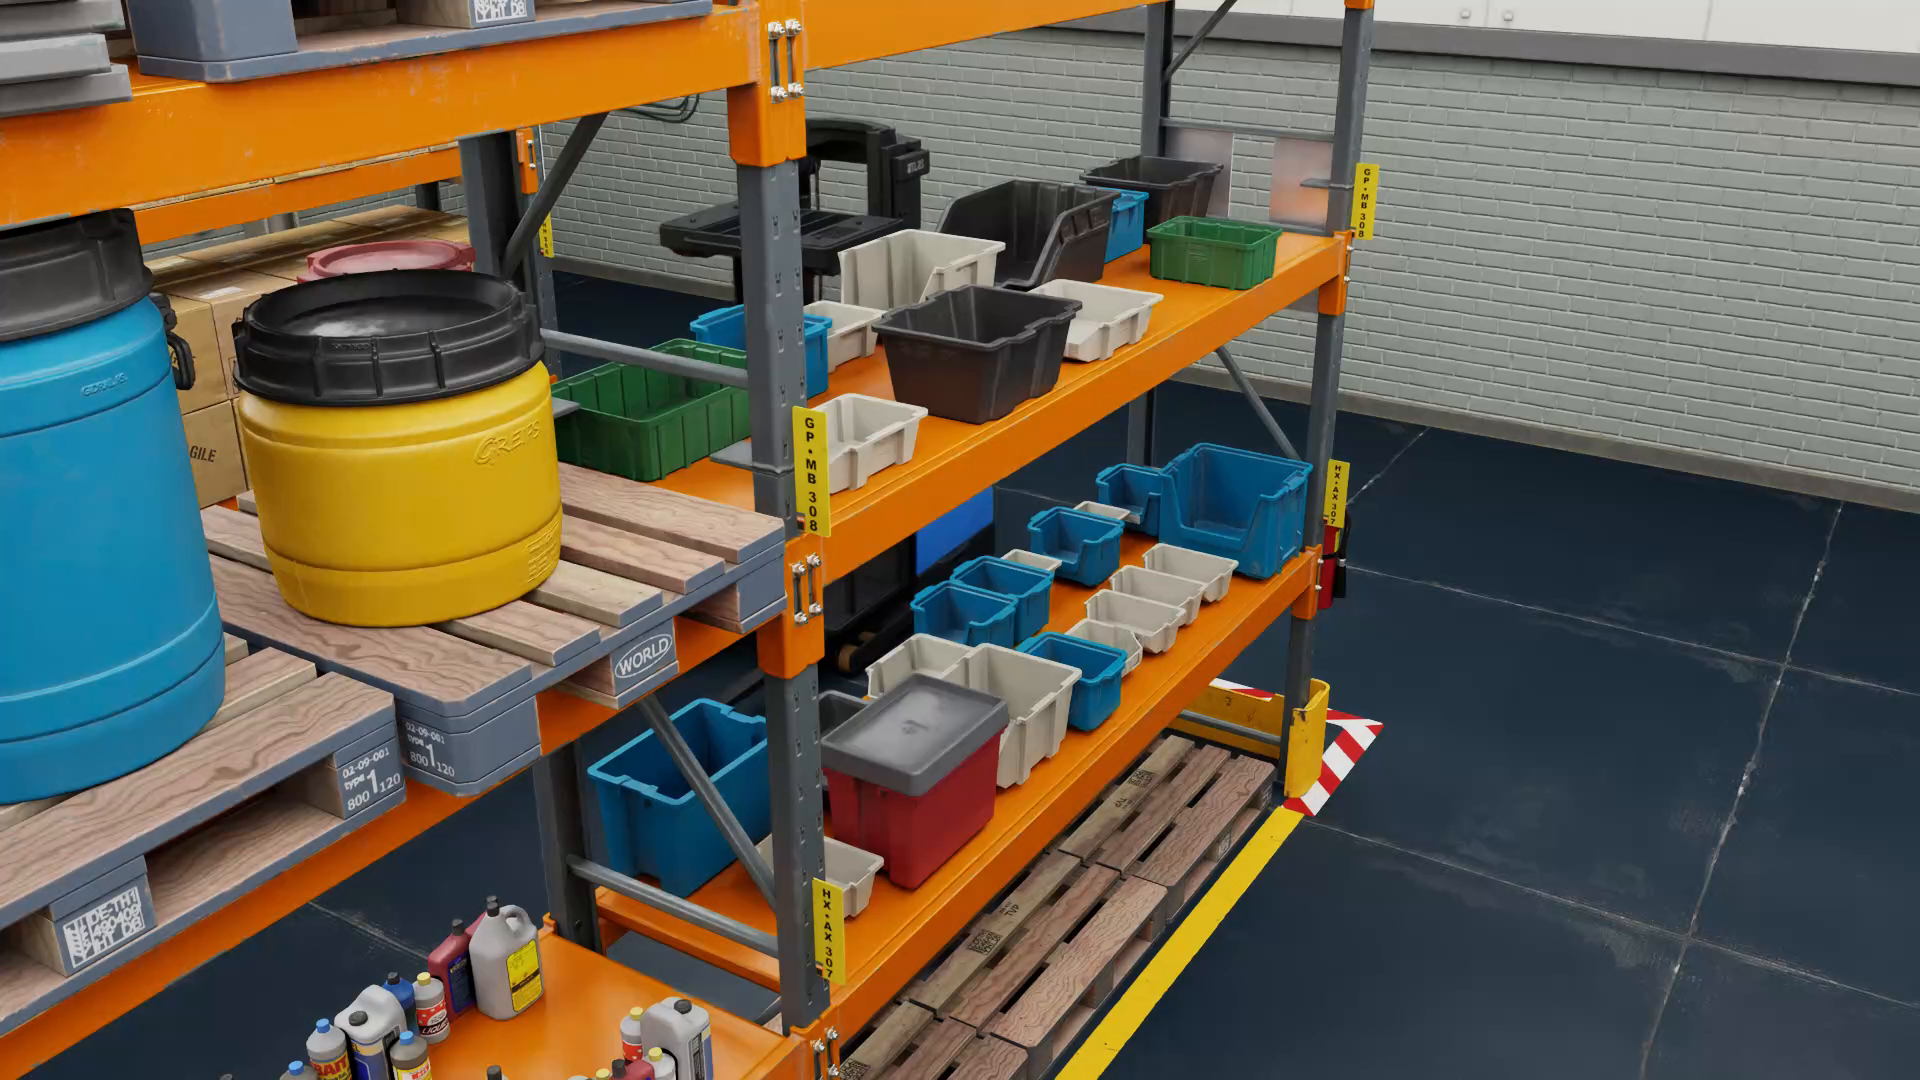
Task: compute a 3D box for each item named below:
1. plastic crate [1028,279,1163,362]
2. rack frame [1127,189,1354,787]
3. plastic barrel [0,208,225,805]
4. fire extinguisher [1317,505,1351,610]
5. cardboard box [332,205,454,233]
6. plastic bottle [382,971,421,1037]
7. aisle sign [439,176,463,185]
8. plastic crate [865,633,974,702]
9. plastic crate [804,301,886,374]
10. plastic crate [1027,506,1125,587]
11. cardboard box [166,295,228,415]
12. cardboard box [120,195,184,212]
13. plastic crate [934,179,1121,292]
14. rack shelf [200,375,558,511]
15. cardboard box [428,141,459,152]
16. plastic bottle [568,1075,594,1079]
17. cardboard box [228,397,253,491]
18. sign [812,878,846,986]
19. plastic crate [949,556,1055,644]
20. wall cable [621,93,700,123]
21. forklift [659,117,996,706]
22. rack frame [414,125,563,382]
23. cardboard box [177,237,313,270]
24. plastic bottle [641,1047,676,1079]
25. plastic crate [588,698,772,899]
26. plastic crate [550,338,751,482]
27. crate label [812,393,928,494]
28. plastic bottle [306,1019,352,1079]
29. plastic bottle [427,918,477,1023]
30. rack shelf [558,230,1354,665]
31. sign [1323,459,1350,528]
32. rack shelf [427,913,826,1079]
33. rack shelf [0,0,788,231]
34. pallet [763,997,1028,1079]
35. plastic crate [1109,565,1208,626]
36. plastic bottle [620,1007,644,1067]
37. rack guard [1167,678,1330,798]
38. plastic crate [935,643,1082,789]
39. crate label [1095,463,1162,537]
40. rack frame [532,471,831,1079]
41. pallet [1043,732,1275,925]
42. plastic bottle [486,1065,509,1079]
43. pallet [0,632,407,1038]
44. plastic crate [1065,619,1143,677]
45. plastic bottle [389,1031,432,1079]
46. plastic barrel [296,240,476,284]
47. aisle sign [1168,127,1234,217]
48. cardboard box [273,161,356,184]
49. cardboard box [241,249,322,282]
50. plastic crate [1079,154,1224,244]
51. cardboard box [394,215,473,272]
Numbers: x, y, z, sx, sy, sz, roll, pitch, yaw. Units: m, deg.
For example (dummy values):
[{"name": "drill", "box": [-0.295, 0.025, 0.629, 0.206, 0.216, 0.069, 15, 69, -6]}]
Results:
[{"name": "plastic crate", "box": [0.402, -0.757, 5.779, 0.437, 0.136, 0.530, 14, 27, 29]}, {"name": "rack frame", "box": [1.281, -0.251, 8.053, 1.000, 3.000, 0.127, 14, 27, 29]}, {"name": "plastic barrel", "box": [-1.600, -0.092, 2.751, 0.600, 0.901, 0.708, 14, 27, 29]}, {"name": "fire extinguisher", "box": [1.746, 0.000, 8.040, 0.296, 0.674, 0.183, 14, 27, 29]}, {"name": "cardboard box", "box": [-3.383, -1.700, 10.017, 0.500, 0.500, 0.500, 15, 27, 31]}, {"name": "plastic bottle", "box": [-1.552, 1.313, 4.602, 0.097, 0.271, 0.097, 0, 23, 0]}, {"name": "aisle sign", "box": [-3.139, -2.567, 10.133, 0.394, 0.787, 0.004, 14, 27, 29]}, {"name": "plastic crate", "box": [-0.166, 0.542, 6.478, 0.293, 0.136, 0.466, 14, 27, 29]}, {"name": "plastic crate", "box": [-0.482, -0.665, 5.567, 0.293, 0.136, 0.466, 14, 27, 29]}, {"name": "plastic crate", "box": [0.524, 0.035, 7.528, 0.416, 0.233, 0.300, 14, 27, 29]}, {"name": "cardboard box", "box": [-4.004, -0.892, 8.151, 0.500, 0.500, 0.500, 13, 27, 27]}, {"name": "cardboard box", "box": [-4.037, -1.696, 7.806, 0.500, 0.250, 0.500, 14, 27, 29]}, {"name": "plastic crate", "box": [0.241, -1.141, 6.412, 0.504, 0.338, 0.767, 14, 27, 29]}, {"name": "rack shelf", "box": [-3.980, -0.285, 9.038, 1.077, 0.370, 4.000, 14, 27, 29]}, {"name": "cardboard box", "box": [-2.972, -2.369, 9.360, 0.500, 0.250, 0.500, 14, 27, 29]}, {"name": "plastic bottle", "box": [-0.955, 1.480, 4.211, 0.152, 0.276, 0.135, 14, 27, 29]}, {"name": "cardboard box", "box": [-3.735, -0.614, 8.768, 0.500, 0.500, 0.500, 13, 27, 28]}, {"name": "sign", "box": [-0.363, 1.088, 4.612, 0.100, 0.325, 0.005, 14, 27, 29]}, {"name": "plastic crate", "box": [0.176, 0.257, 7.015, 0.416, 0.233, 0.300, 14, 27, 29]}, {"name": "wall cable", "box": [-3.849, -5.489, 16.511, 3.097, 2.526, 0.112, 14, 27, 29]}, {"name": "forklift", "box": [-0.923, -0.786, 9.377, 1.130, 2.935, 3.031, 12, 26, 26]}, {"name": "rack frame", "box": [-2.925, -1.290, 10.454, 1.000, 3.000, 0.127, 14, 27, 29]}, {"name": "cardboard box", "box": [-3.921, -1.354, 9.218, 0.500, 0.500, 0.500, 14, 27, 30]}, {"name": "plastic bottle", "box": [-0.800, 1.436, 4.407, 0.097, 0.201, 0.097, 0, 23, 0]}, {"name": "plastic crate", "box": [-0.873, 0.850, 5.455, 0.392, 0.384, 0.575, 14, 27, 29]}, {"name": "plastic crate", "box": [-0.863, -0.386, 4.857, 0.450, 0.188, 0.662, 14, 27, 29]}, {"name": "crate label", "box": [-0.326, -0.261, 4.633, 0.293, 0.136, 0.466, 14, 27, 29]}, {"name": "plastic bottle", "box": [-1.674, 1.392, 4.421, 0.097, 0.271, 0.097, 0, 23, 0]}, {"name": "plastic bottle", "box": [-1.455, 1.232, 4.774, 0.061, 0.283, 0.133, 14, 27, 29]}, {"name": "rack shelf", "box": [0.226, -0.622, 6.041, 1.077, 0.370, 4.000, 14, 27, 29]}, {"name": "sign", "box": [1.757, -0.216, 7.767, 0.100, 0.325, 0.005, 14, 27, 29]}, {"name": "rack shelf", "box": [-1.884, 2.105, 3.518, 1.077, 0.370, 4.000, 14, 27, 29]}, {"name": "rack shelf", "box": [-1.884, -0.465, 2.406, 1.077, 0.370, 4.000, 14, 27, 29]}, {"name": "pallet", "box": [-0.474, 2.123, 6.081, 1.003, 0.211, 1.213, 14, 27, 29]}, {"name": "plastic crate", "box": [0.839, 0.251, 7.151, 0.396, 0.136, 0.243, 14, 27, 29]}, {"name": "plastic bottle", "box": [-0.878, 1.372, 4.556, 0.097, 0.201, 0.097, 0, 23, 0]}, {"name": "rack guard", "box": [1.282, 0.886, 8.575, 1.175, 0.500, 0.348, 14, 27, 29]}, {"name": "plastic crate", "box": [0.133, 0.650, 6.048, 0.437, 0.282, 0.530, 14, 27, 29]}, {"name": "crate label", "box": [0.871, -0.187, 8.041, 0.416, 0.233, 0.303, 14, 27, 29]}, {"name": "rack frame", "box": [-0.829, 1.099, 4.935, 1.000, 3.000, 0.127, 14, 27, 29]}, {"name": "pallet", "box": [0.813, 1.299, 7.983, 1.003, 0.211, 1.213, 14, 27, 29]}, {"name": "plastic bottle", "box": [-1.159, 1.471, 4.139, 0.144, 0.351, 0.185, 14, 27, 29]}, {"name": "pallet", "box": [-1.755, 0.478, 2.832, 1.003, 0.211, 1.213, 14, 27, 29]}, {"name": "plastic crate", "box": [0.573, 0.454, 6.683, 0.298, 0.136, 0.250, 14, 27, 29]}, {"name": "plastic bottle", "box": [-1.474, 1.410, 4.467, 0.097, 0.201, 0.097, 0, 23, 0]}, {"name": "plastic barrel", "box": [-1.320, -0.407, 3.939, 0.433, 0.535, 0.433, 0, 23, 0]}, {"name": "aisle sign", "box": [1.066, -1.530, 7.737, 0.394, 0.787, 0.004, 14, 27, 29]}, {"name": "cardboard box", "box": [-3.498, -2.031, 8.579, 0.500, 0.250, 0.500, 14, 27, 29]}, {"name": "cardboard box", "box": [-3.462, -1.240, 8.955, 0.500, 0.500, 0.500, 15, 27, 30]}, {"name": "plastic crate", "box": [0.841, -1.496, 7.318, 0.497, 0.269, 0.590, 14, 27, 29]}, {"name": "cardboard box", "box": [-2.927, -1.587, 9.755, 0.500, 0.500, 0.500, 14, 27, 29]}]
